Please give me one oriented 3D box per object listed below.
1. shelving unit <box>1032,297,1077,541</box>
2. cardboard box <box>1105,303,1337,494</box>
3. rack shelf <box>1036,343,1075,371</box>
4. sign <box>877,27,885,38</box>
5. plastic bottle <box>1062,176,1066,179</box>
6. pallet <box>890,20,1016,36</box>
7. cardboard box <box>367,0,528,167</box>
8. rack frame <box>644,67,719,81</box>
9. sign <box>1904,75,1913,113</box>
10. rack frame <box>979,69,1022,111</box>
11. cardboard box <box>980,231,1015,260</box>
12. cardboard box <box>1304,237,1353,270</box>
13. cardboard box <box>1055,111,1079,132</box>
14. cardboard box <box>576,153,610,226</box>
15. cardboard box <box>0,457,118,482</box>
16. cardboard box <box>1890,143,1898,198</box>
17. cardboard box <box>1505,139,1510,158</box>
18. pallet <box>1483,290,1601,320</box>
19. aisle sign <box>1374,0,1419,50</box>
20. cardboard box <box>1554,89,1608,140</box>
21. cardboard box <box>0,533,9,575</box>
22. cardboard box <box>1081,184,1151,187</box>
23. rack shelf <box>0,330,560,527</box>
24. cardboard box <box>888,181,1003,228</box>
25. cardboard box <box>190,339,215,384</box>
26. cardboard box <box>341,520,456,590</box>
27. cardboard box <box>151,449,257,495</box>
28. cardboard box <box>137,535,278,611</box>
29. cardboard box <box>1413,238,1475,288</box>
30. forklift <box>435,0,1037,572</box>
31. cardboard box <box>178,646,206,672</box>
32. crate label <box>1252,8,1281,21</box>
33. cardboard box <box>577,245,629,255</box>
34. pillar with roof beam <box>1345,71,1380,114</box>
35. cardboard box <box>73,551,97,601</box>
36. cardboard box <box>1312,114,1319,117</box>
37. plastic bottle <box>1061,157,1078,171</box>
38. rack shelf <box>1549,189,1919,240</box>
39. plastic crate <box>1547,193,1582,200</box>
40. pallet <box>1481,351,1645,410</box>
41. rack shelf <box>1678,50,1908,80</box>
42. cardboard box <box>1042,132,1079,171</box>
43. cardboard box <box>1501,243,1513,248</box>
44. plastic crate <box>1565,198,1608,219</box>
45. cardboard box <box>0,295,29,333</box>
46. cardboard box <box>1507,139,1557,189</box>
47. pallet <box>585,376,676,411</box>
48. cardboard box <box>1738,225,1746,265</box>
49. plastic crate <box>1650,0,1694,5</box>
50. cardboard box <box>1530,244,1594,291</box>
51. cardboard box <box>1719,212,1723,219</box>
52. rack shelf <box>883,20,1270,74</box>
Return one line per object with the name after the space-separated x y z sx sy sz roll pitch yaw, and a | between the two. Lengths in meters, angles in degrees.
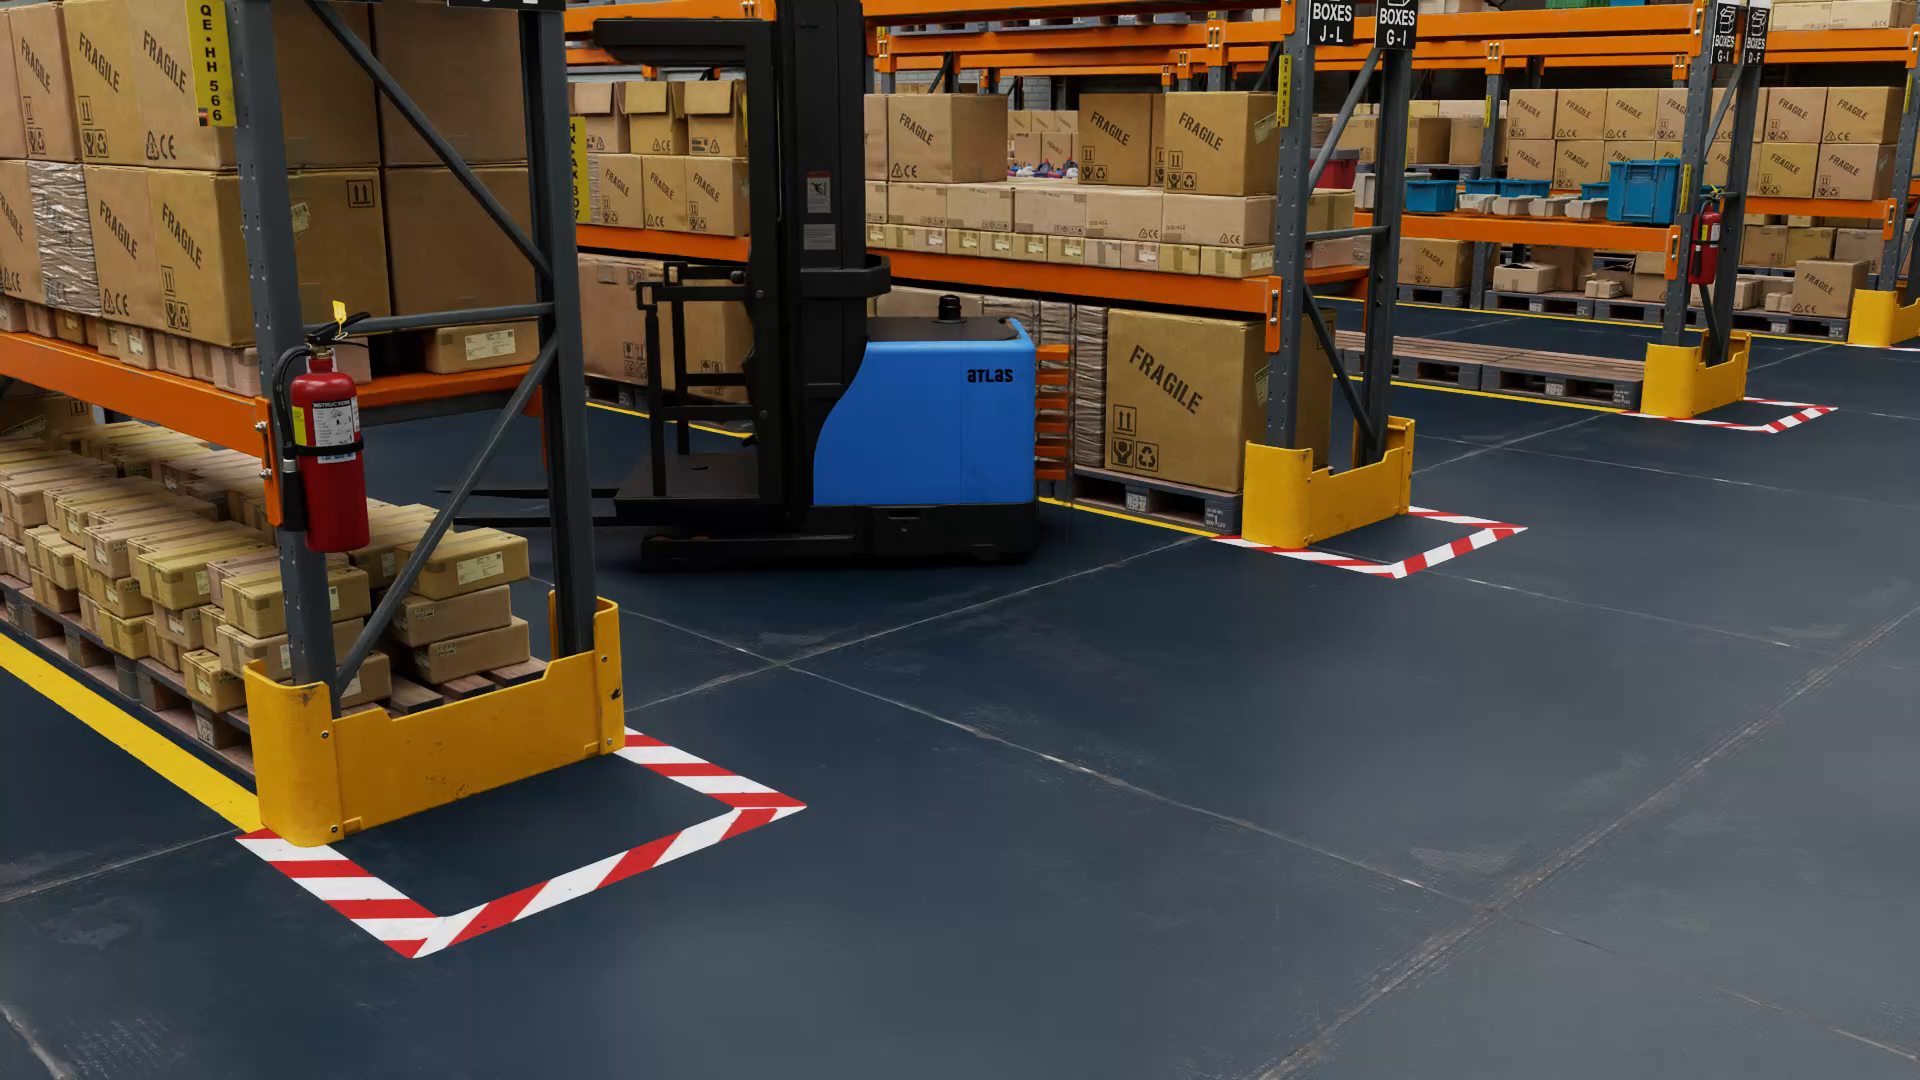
0.471 -0.608 8.385 0.189 1.200 0.258 3 15 11 | shelving unit
1.401 -0.810 8.974 0.875 0.875 0.875 14 20 42 | cardboard box
0.471 -0.914 8.306 0.180 0.103 0.258 3 15 11 | rack shelf
-0.781 -5.137 16.456 0.005 0.325 0.100 14 20 42 | sign
0.975 -3.283 15.476 0.097 0.201 0.097 0 15 0 | plastic bottle
0.078 -5.045 16.272 1.213 0.211 1.003 14 20 42 | pallet
-1.738 -1.458 5.308 0.500 0.500 0.500 14 20 42 | cardboard box
-3.284 -4.537 19.895 0.127 3.000 1.000 14 20 42 | rack frame
8.396 -3.951 14.724 0.005 0.325 0.100 14 20 42 | sign
0.713 -7.035 29.484 0.127 3.000 1.000 14 20 42 | rack frame
0.332 -1.686 9.453 0.380 0.149 0.250 -14 20 -43 | cardboard box
1.890 -1.538 8.885 0.250 0.149 0.380 14 20 43 | cardboard box
1.944 -6.929 27.847 0.500 0.500 0.500 -14 20 -42 | cardboard box
-2.579 -2.585 12.206 0.500 0.500 0.500 14 20 42 | cardboard box
-3.797 -0.233 7.019 0.250 0.149 0.380 13 19 41 | cardboard box
8.659 -3.509 15.753 0.500 0.500 0.500 -14 20 -43 | cardboard box
7.751 -5.436 22.516 0.500 0.500 0.500 -14 20 -43 | cardboard box
6.410 -2.565 17.860 1.213 0.211 1.003 14 20 42 | pallet
2.177 -2.838 8.218 0.004 0.787 0.394 14 20 42 | aisle sign
6.432 -4.344 16.973 0.500 0.500 0.500 13 19 40 | cardboard box
-4.032 0.024 7.213 0.250 0.149 0.380 14 20 42 | cardboard box
1.021 -1.921 9.561 0.500 0.250 0.500 13 19 40 | cardboard box
-3.038 -0.657 6.432 4.000 0.370 1.077 14 20 42 | rack shelf
-0.075 -2.002 9.874 0.500 0.250 0.500 -14 20 -43 | cardboard box
-2.183 -0.590 5.245 0.250 0.149 0.380 14 20 42 | cardboard box
-2.022 0.053 5.919 0.380 0.149 0.250 -14 20 -43 | cardboard box
-3.254 -0.282 7.206 0.250 0.149 0.380 12 19 40 | cardboard box
-2.571 0.110 5.702 0.250 0.149 0.380 13 20 41 | cardboard box
5.362 -3.073 18.362 0.500 0.500 0.500 14 20 42 | cardboard box
-1.166 -1.404 8.009 3.031 2.935 1.130 -1 15 -3 | forklift
-2.508 0.378 5.852 0.250 0.149 0.380 14 20 42 | cardboard box
2.627 -4.323 13.647 0.466 0.136 0.293 14 20 42 | crate label
-2.724 -1.831 12.891 0.875 0.875 1.225 14 20 42 | cardboard box
3.149 -8.141 21.831 0.400 9.000 9.100 14 20 42 | pillar with roof beam
-3.105 0.109 6.294 0.380 0.149 0.250 -13 20 -41 | cardboard box
5.215 -6.191 25.172 0.500 0.500 0.700 14 20 42 | cardboard box
1.091 -3.584 16.337 0.185 0.351 0.144 14 20 42 | plastic bottle
7.356 -3.337 16.718 4.000 0.370 1.077 14 20 42 | rack shelf
4.744 -2.631 12.985 0.298 0.136 0.250 14 20 42 | plastic crate
4.788 -1.239 12.768 1.213 0.211 1.003 14 20 42 | pallet
10.791 -5.689 19.793 4.000 0.370 1.077 14 20 42 | rack shelf
1.438 -5.167 22.113 0.500 0.500 0.500 14 20 42 | cardboard box
7.537 -4.491 23.150 0.750 0.750 0.750 14 20 42 | cardboard box
4.642 -2.448 12.283 0.243 0.136 0.396 14 20 42 | plastic crate
-3.520 -0.903 6.447 0.380 0.149 0.250 -13 20 -42 | cardboard box
6.094 -3.945 17.425 0.500 0.500 0.500 -14 20 -43 | cardboard box
-2.453 -1.223 12.709 1.213 0.211 1.003 14 20 42 | pallet
9.819 -3.779 21.112 0.500 0.500 0.700 14 20 43 | cardboard box
5.271 -3.943 11.926 0.590 0.269 0.497 14 20 42 | plastic crate
6.523 -2.990 18.045 0.500 0.500 0.500 14 20 42 | cardboard box
9.852 -4.155 21.266 0.250 0.149 0.380 14 20 42 | cardboard box
1.035 -4.590 15.578 4.000 0.370 1.077 14 20 42 | rack shelf
